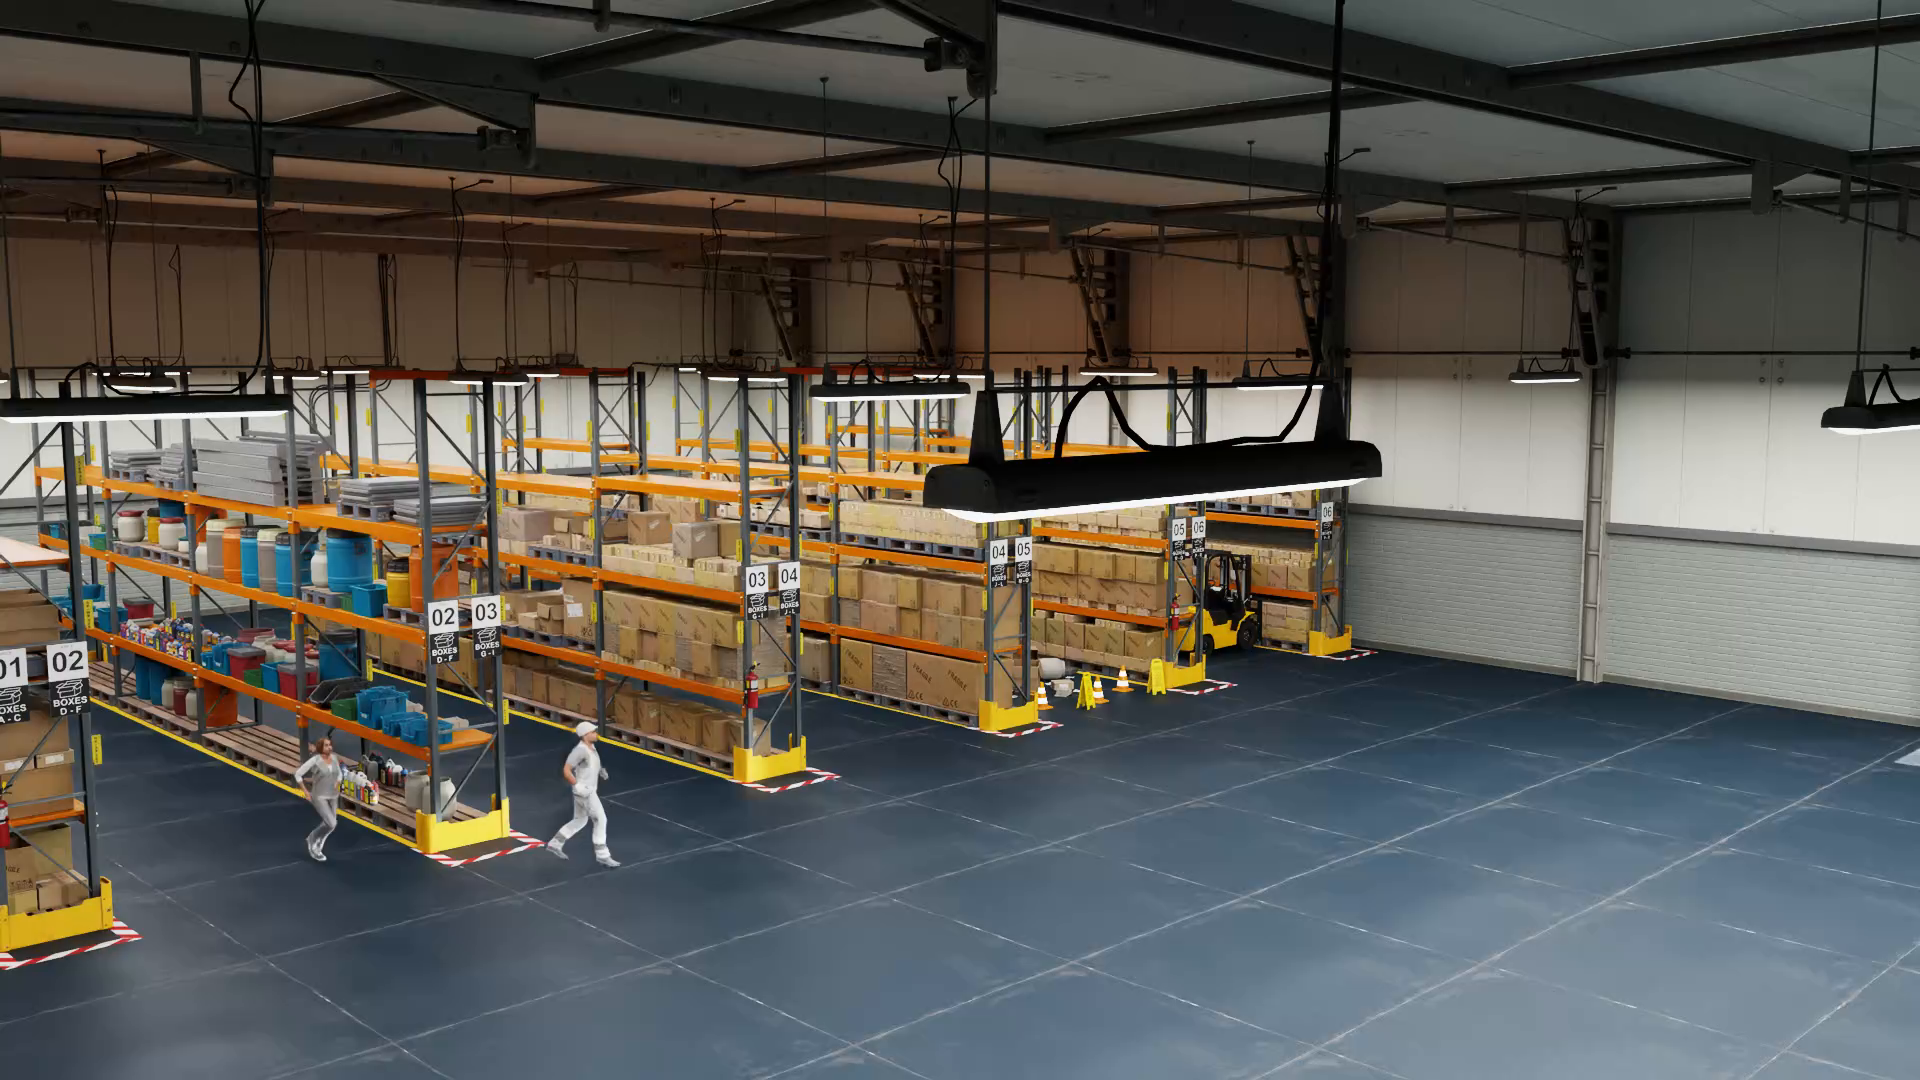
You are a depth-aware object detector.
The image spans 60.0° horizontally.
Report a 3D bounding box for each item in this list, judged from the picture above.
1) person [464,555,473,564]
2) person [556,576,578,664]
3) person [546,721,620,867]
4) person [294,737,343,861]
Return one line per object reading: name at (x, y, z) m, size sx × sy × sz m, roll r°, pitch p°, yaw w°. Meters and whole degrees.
person at (-11.725, 1.032, 39.863) m, size 0.788 × 1.682 × 0.829 m, roll 5°, pitch 8°, yaw 39°
person at (-8.006, 1.593, 33.955) m, size 0.990 × 1.772 × 0.659 m, roll 6°, pitch 9°, yaw 45°
person at (-4.666, 3.125, 20.508) m, size 0.902 × 1.808 × 0.671 m, roll -1°, pitch 7°, yaw -9°
person at (-7.908, 3.227, 20.726) m, size 0.512 × 1.543 × 0.532 m, roll 3°, pitch 7°, yaw 28°
